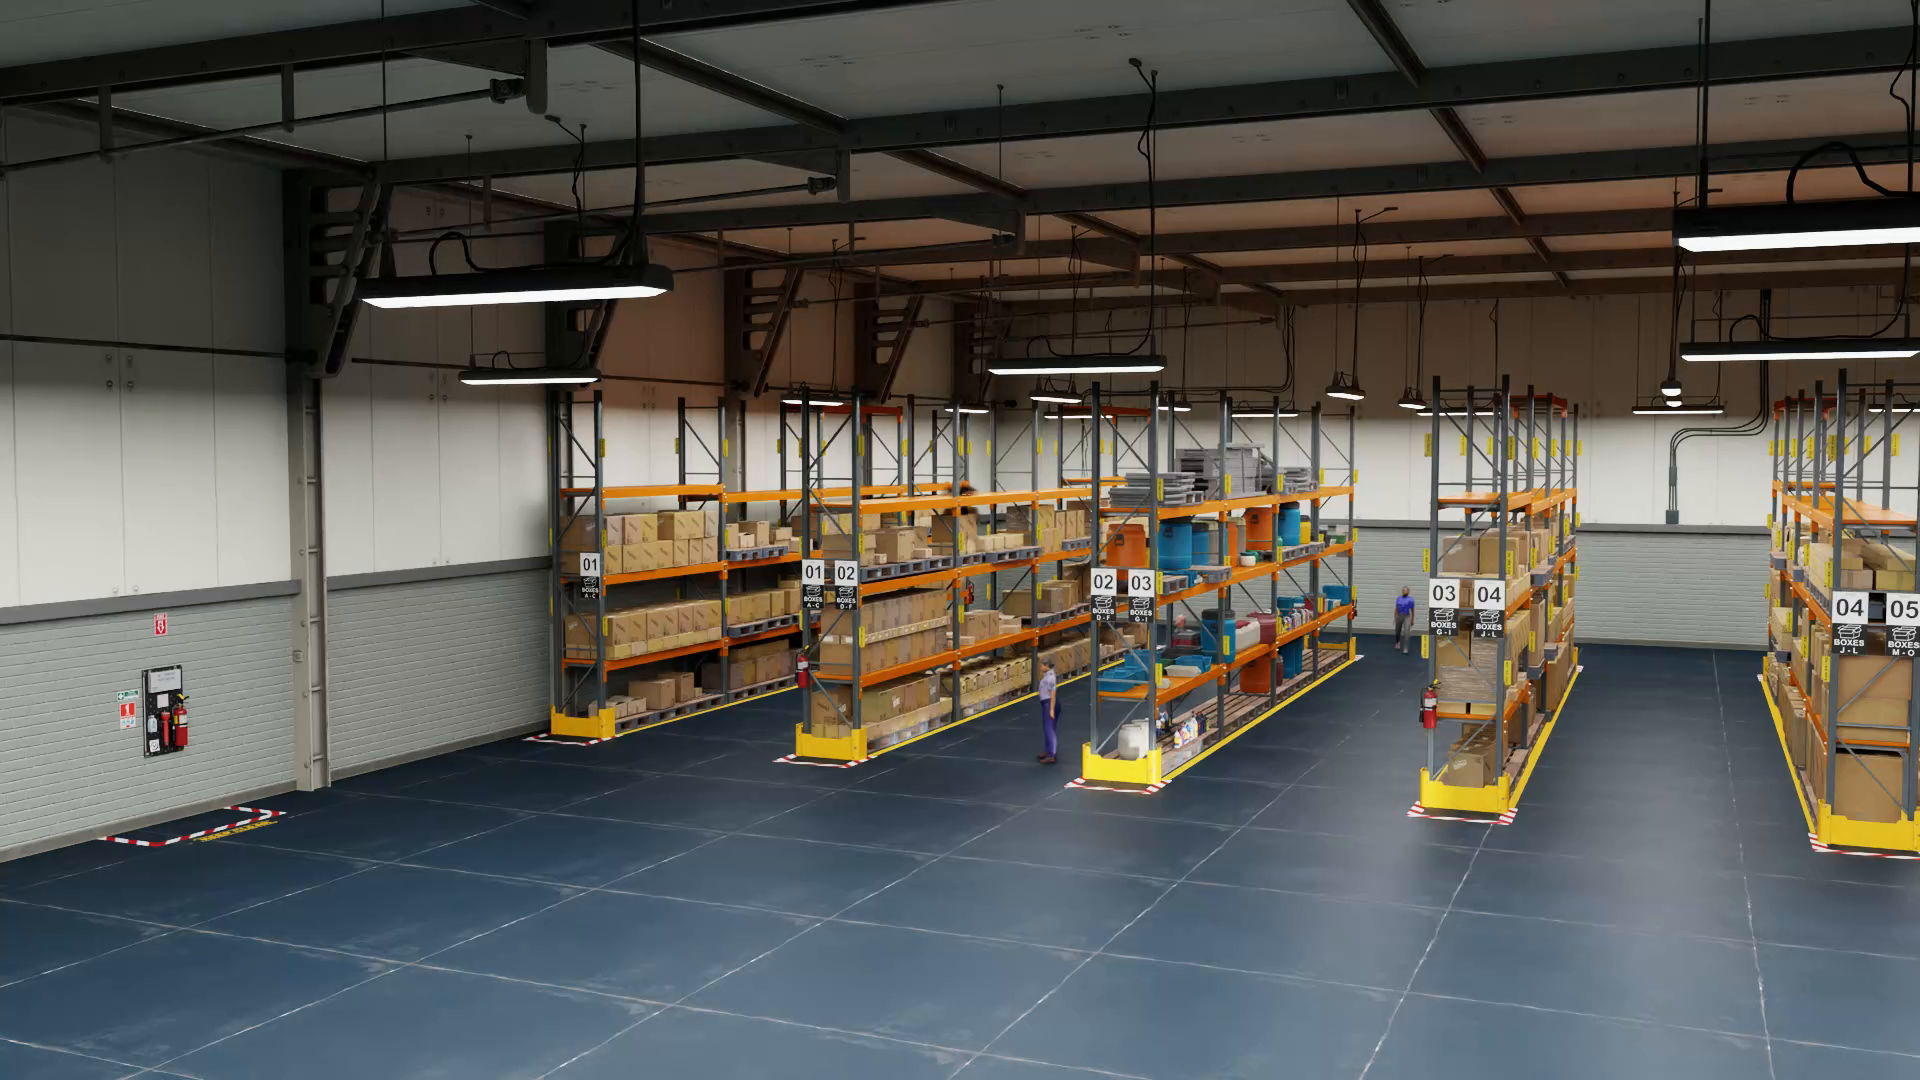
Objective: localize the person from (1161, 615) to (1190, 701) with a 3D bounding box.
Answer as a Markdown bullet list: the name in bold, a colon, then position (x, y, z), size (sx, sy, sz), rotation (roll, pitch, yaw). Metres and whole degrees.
- **person**: position (4.307, 2.331, 33.142), size (0.632, 1.671, 1.026), rotation (2, 4, 34)

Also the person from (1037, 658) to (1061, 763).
- **person**: position (1.424, 2.717, 26.640), size (0.396, 1.636, 0.579), rotation (0, 3, 5)

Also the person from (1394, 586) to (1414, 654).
- **person**: position (10.857, 1.932, 40.660), size (0.482, 1.626, 0.780), rotation (1, 3, 16)
